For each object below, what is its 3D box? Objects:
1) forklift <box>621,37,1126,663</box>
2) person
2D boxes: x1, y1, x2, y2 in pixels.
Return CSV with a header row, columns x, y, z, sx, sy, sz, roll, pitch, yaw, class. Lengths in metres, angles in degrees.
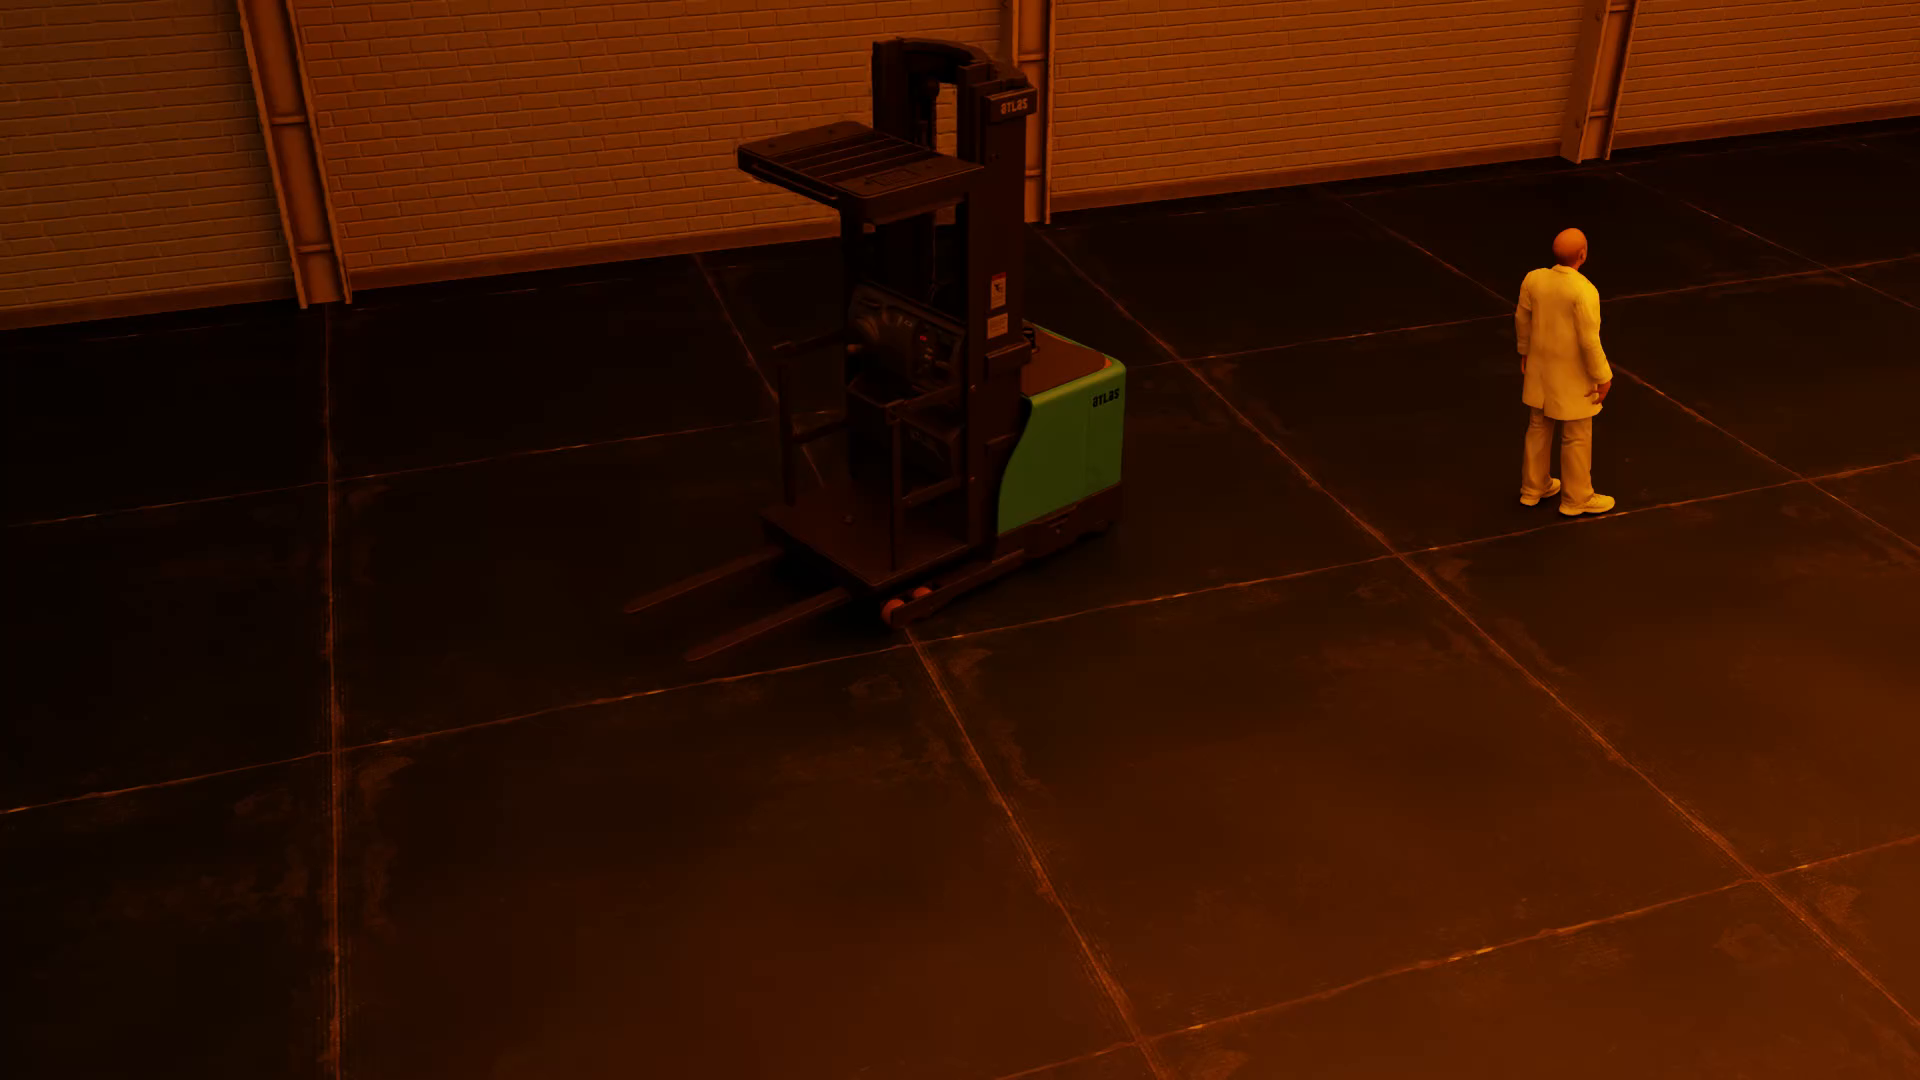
x,y,z,sx,sy,sz,roll,pitch,yaw,class
-0.461,-1.072,8.951,3.031,2.935,1.130,-23,37,-34,forklift
3.680,-1.033,10.025,0.578,1.779,0.698,-15,33,-25,person
